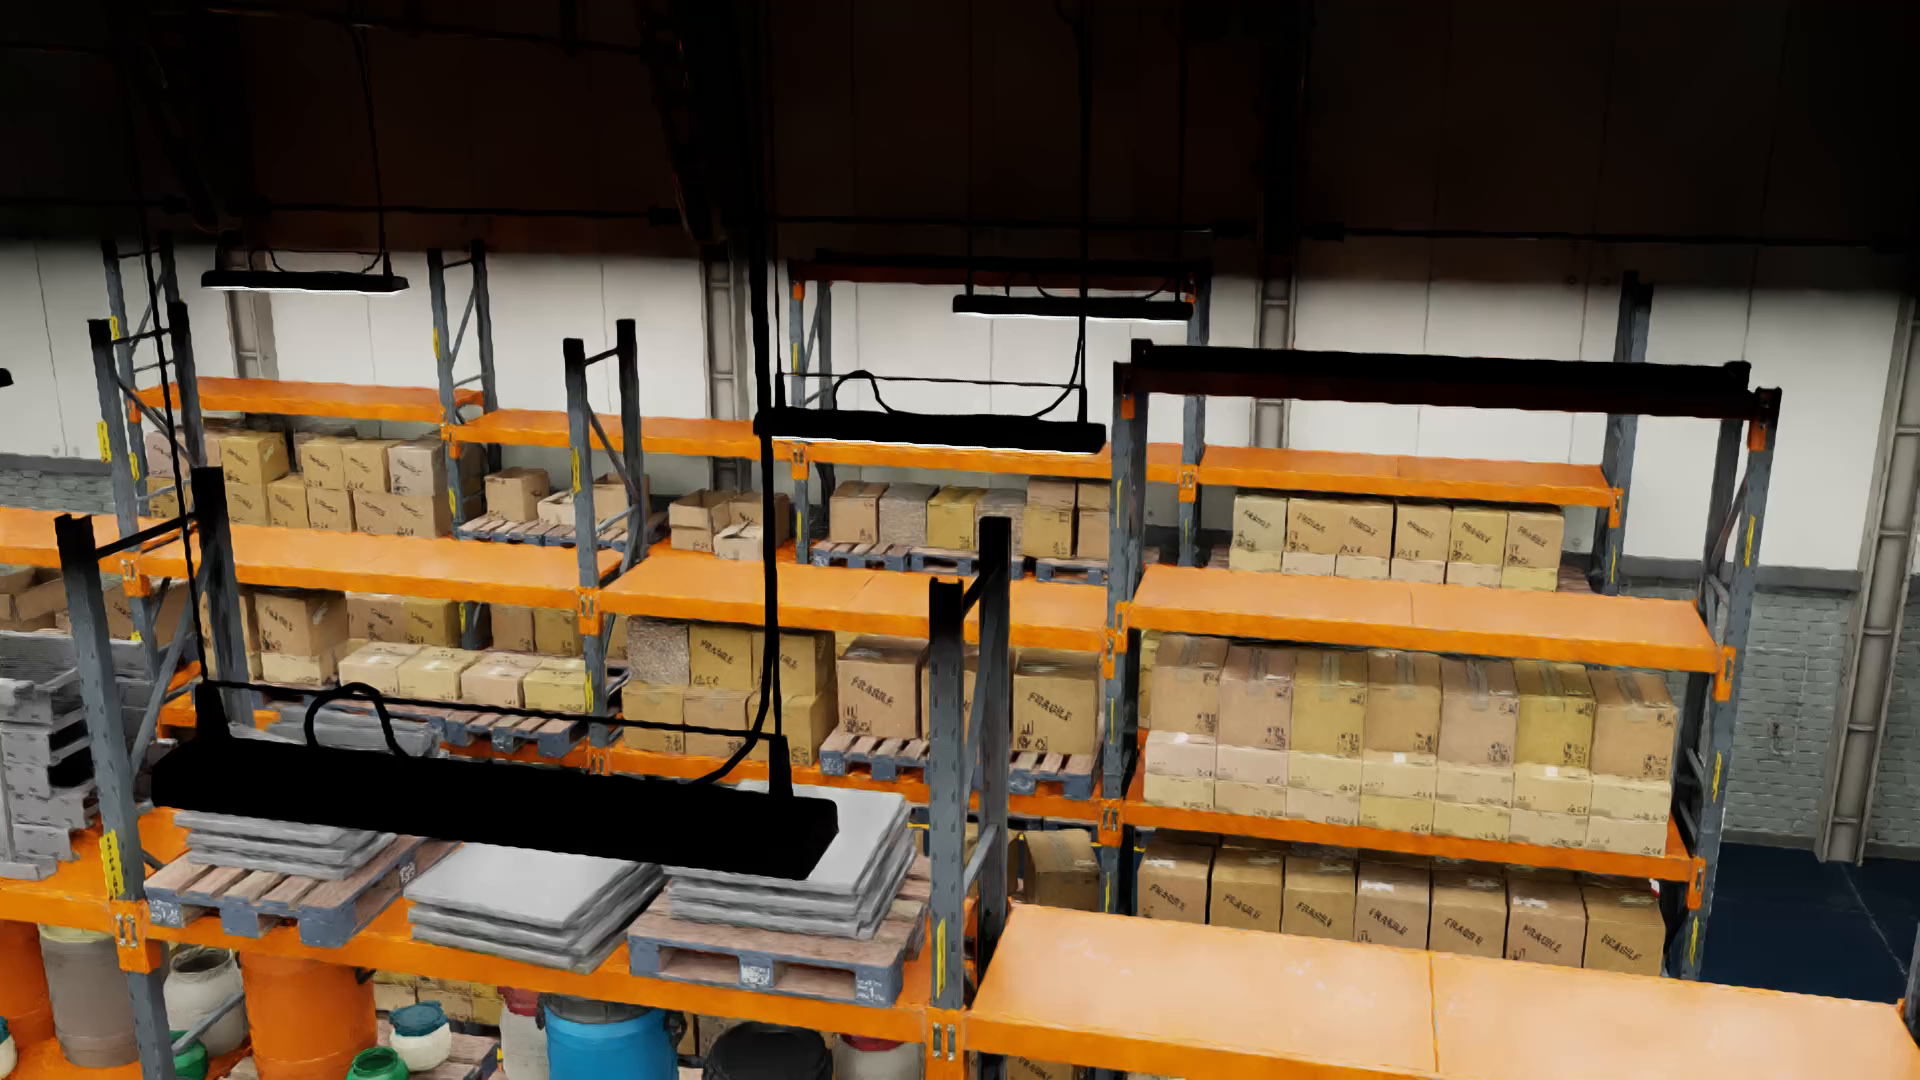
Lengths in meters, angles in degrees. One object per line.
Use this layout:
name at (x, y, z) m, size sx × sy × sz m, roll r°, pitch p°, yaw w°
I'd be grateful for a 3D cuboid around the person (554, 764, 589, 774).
person at (-3.670, 2.612, 16.323) m, size 0.584 × 1.727 × 0.451 m, roll -4°, pitch 17°, yaw -15°
